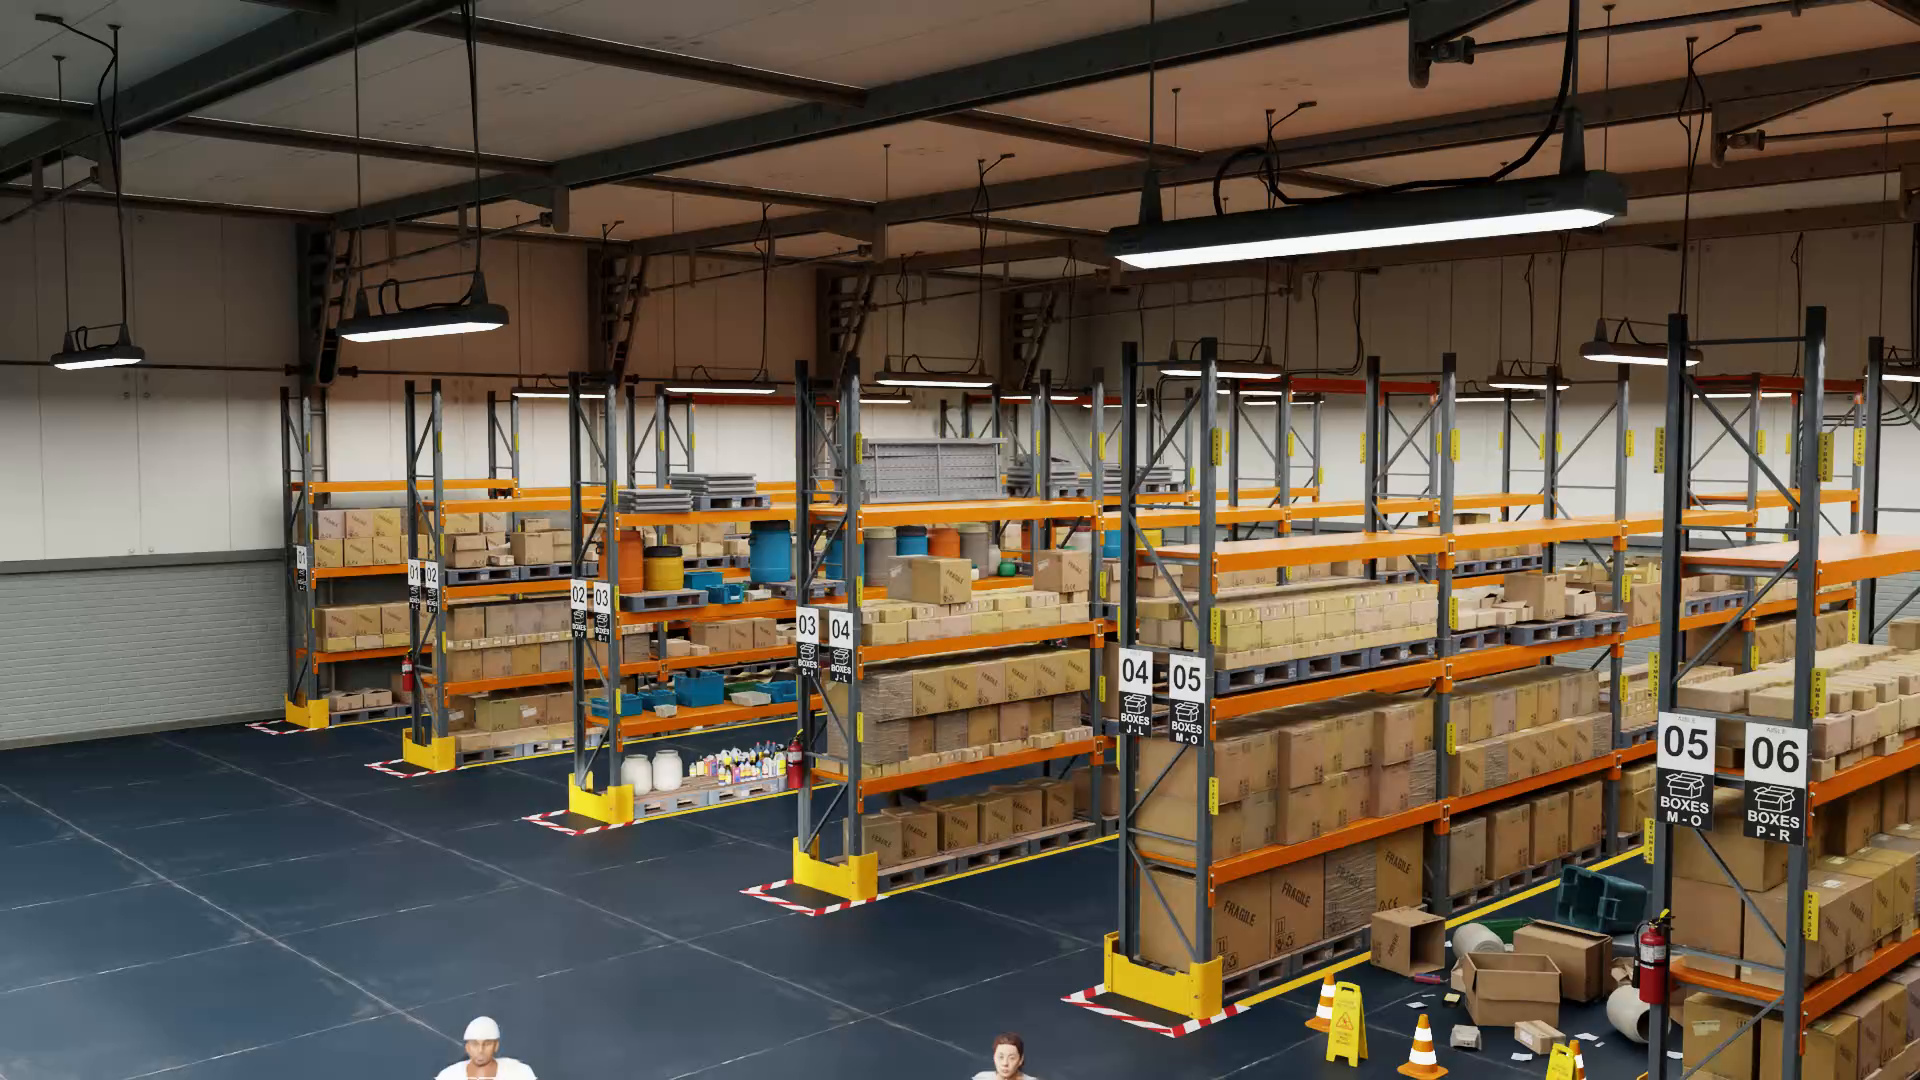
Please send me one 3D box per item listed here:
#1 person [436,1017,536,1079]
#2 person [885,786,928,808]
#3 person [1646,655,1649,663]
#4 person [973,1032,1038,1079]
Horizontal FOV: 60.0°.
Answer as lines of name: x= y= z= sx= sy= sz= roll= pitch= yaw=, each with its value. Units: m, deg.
person: x=-2.827 y=3.673 z=9.852 sx=0.704 sy=1.723 sz=0.696 roll=-1 pitch=4 yaw=-10
person: x=-0.750 y=2.886 z=22.094 sx=0.713 sy=1.730 sz=0.754 roll=3 pitch=5 yaw=36
person: x=10.901 y=2.662 z=26.229 sx=0.783 sy=1.729 sz=0.581 roll=-3 pitch=5 yaw=-36
person: x=0.295 y=3.708 z=9.746 sx=0.554 sy=1.716 sz=0.777 roll=0 pitch=4 yaw=4
